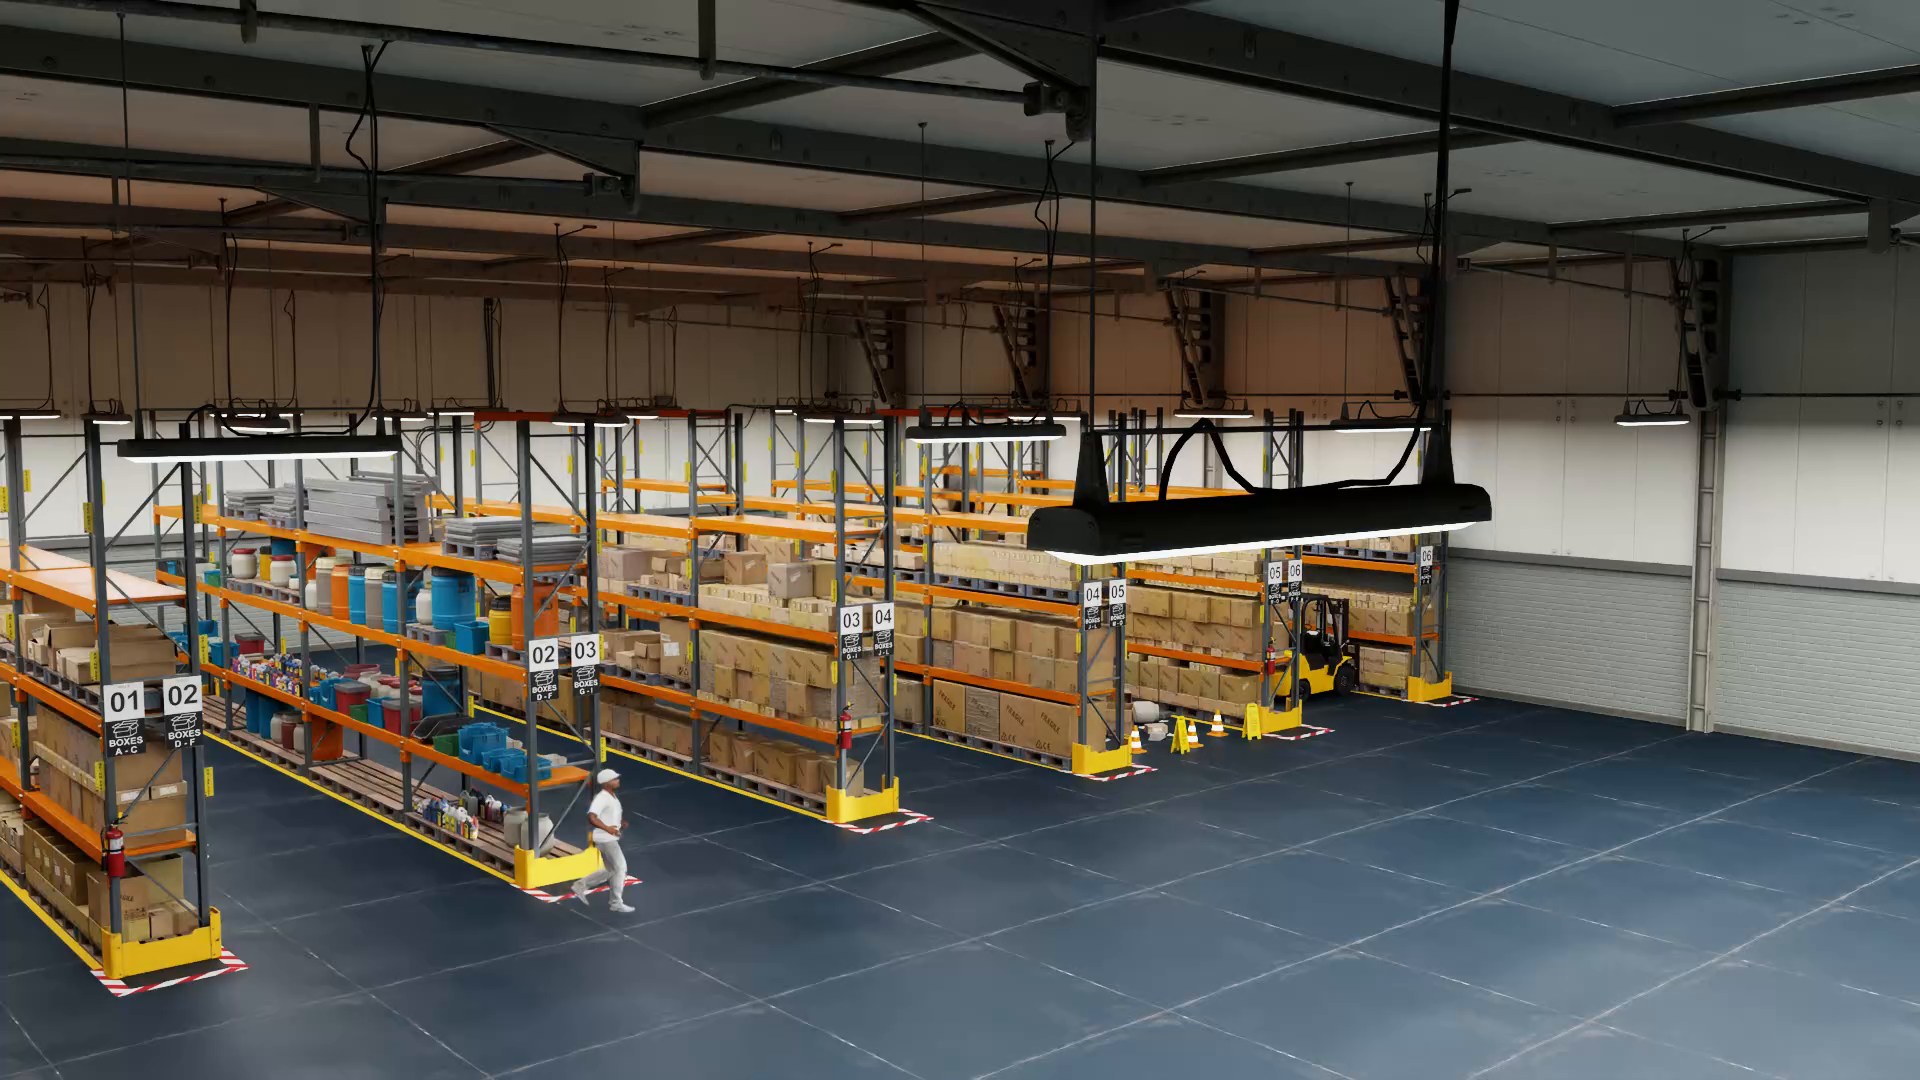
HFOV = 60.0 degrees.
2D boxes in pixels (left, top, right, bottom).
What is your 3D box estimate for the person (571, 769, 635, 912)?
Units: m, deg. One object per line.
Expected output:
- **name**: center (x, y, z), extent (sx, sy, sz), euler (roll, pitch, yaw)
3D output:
- **person**: center (-4.391, 3.689, 20.483), extent (0.783, 1.738, 0.747), euler (0, 5, -3)
